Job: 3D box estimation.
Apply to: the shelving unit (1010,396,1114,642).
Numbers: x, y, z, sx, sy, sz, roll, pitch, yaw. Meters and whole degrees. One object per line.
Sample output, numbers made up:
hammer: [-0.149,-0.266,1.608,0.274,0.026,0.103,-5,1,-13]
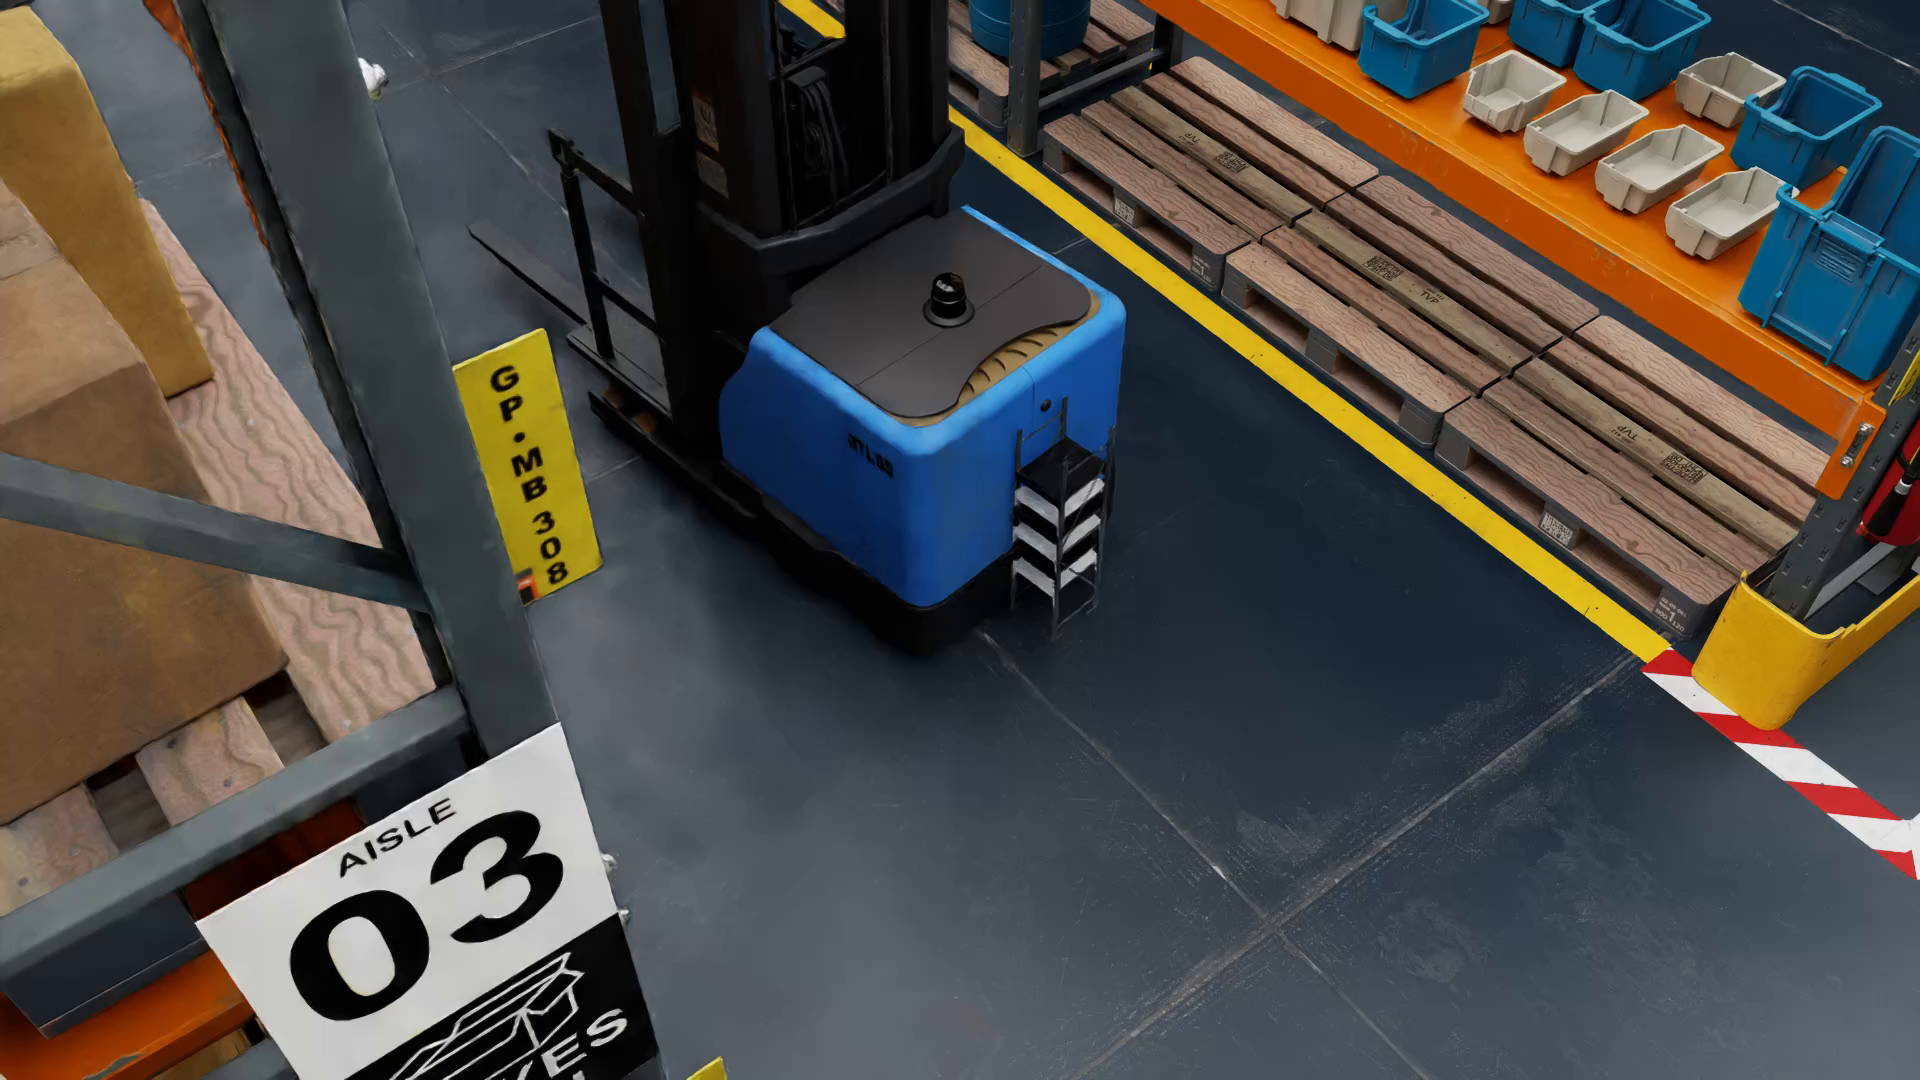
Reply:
shelving unit: [0.340,-0.055,5.693,0.258,0.900,0.210,-36,57,-28]

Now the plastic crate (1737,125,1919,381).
plastic crate: [2.728,-0.856,4.937,0.616,0.435,0.499,-29,54,-24]

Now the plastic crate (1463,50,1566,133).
plastic crate: [1.895,-1.538,5.757,0.298,0.136,0.250,-29,54,-24]

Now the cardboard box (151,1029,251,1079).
cardboard box: [-1.367,1.041,2.676,0.500,0.500,0.500,-29,54,-24]

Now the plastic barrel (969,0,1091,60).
plastic barrel: [0.341,-2.833,7.927,0.600,0.901,0.708,-29,54,-24]

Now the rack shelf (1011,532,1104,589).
rack shelf: [0.340,0.028,5.784,0.258,0.077,0.200,-36,57,-28]

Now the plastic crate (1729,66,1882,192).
plastic crate: [2.793,-1.355,5.526,0.416,0.233,0.300,-29,54,-24]

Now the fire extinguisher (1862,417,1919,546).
fire extinguisher: [2.809,-0.266,4.770,0.296,0.674,0.183,-29,54,-24]

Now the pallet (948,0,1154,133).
pallet: [0.223,-2.605,8.470,1.003,0.211,1.213,-29,54,-24]

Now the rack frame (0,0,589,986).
rack frame: [-0.863,-0.503,0.632,1.000,3.000,0.127,-29,54,-24]

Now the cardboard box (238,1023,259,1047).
cardboard box: [-1.674,0.996,3.223,0.500,0.250,0.500,-30,55,-25]

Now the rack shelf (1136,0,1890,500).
rack shelf: [1.868,-1.648,6.205,1.077,0.370,4.000,-29,54,-24]

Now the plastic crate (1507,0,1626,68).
plastic crate: [2.213,-1.920,6.039,0.416,0.233,0.300,-29,54,-24]

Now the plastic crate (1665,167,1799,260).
plastic crate: [2.441,-1.041,5.307,0.396,0.136,0.243,-29,54,-24]

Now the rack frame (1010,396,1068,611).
rack frame: [0.268,-0.108,5.741,0.240,0.900,0.006,-36,57,-28]

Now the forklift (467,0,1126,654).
forklift: [-0.825,-1.575,5.699,1.130,2.935,3.031,-36,57,-28]

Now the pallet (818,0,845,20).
pallet: [-0.520,-3.325,9.122,1.003,0.211,1.213,-29,54,-24]

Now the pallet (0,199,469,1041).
pallet: [-1.320,0.101,2.169,1.003,0.211,1.213,-29,54,-24]

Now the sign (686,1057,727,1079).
sign: [-0.418,0.949,2.727,0.100,0.325,0.005,-29,54,-24]

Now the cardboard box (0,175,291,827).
cardboard box: [-1.220,0.014,1.770,0.700,0.500,0.500,-33,56,-26]

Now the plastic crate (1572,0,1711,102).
plastic crate: [2.394,-1.743,5.878,0.416,0.233,0.300,-29,54,-24]

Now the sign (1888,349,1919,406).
sign: [2.651,-0.508,4.576,0.100,0.325,0.005,-29,54,-24]

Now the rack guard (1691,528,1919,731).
rack guard: [3.104,0.138,5.787,1.175,0.500,0.348,-29,54,-24]

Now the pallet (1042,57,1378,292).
pallet: [1.133,-1.716,7.663,1.003,0.211,1.213,-29,54,-24]

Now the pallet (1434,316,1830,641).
pallet: [2.611,-0.277,6.359,1.003,0.211,1.213,-29,54,-24]

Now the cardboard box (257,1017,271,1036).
cardboard box: [-1.241,0.512,3.156,0.500,0.500,0.500,-31,55,-25]

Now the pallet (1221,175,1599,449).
pallet: [1.876,-0.996,7.010,1.003,0.211,1.213,-29,54,-24]

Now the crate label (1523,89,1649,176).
crate label: [2.089,-1.372,5.606,0.396,0.136,0.243,-29,54,-24]

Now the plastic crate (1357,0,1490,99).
plastic crate: [1.631,-1.770,5.902,0.416,0.233,0.300,-29,54,-24]

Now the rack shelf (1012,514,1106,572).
rack shelf: [0.340,-0.033,5.717,0.258,0.077,0.200,-36,57,-28]

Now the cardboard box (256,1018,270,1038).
cardboard box: [-1.259,0.755,3.442,0.500,0.250,0.500,-30,54,-24]

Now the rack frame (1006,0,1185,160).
rack frame: [0.657,-3.068,7.007,1.000,3.000,0.127,-29,54,-24]

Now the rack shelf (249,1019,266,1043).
rack shelf: [-2.074,0.574,4.190,1.077,0.370,4.000,-29,54,-24]

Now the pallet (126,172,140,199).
pallet: [-2.063,-0.618,2.821,1.003,0.211,1.213,-29,54,-24]

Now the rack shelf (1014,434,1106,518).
rack shelf: [0.340,-0.214,5.517,0.258,0.077,0.200,-36,57,-28]

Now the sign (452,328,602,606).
sign: [-0.418,-0.061,1.613,0.100,0.325,0.005,-29,54,-24]

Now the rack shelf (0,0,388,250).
rack shelf: [-2.074,-1.306,2.116,1.077,0.370,4.000,-29,54,-24]

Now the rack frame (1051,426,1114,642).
rack frame: [0.412,-0.002,5.644,0.240,0.900,0.006,-36,57,-28]

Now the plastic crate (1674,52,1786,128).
plastic crate: [2.652,-1.561,5.778,0.250,0.136,0.298,-29,54,-24]

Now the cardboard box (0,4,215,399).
cardboard box: [-1.465,-0.372,2.120,0.700,0.500,0.500,-31,55,-25]

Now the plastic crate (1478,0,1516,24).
plastic crate: [1.951,-2.108,6.274,0.293,0.136,0.466,-29,54,-24]

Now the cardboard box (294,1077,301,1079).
cardboard box: [-0.939,1.058,3.166,0.500,0.250,0.500,-31,55,-25]

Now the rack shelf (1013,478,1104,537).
rack shelf: [0.340,-0.154,5.584,0.258,0.077,0.200,-36,57,-28]

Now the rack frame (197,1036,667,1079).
rack frame: [-0.863,1.512,2.855,1.000,3.000,0.127,-29,54,-24]

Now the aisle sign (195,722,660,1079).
aisle sign: [-0.581,0.547,1.975,0.394,0.787,0.004,-29,54,-24]

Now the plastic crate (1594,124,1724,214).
plastic crate: [2.277,-1.218,5.467,0.396,0.136,0.243,-29,54,-24]

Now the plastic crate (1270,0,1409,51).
plastic crate: [1.435,-2.066,6.138,0.437,0.282,0.530,-29,54,-24]

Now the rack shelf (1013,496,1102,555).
rack shelf: [0.340,-0.093,5.651,0.258,0.077,0.200,-36,57,-28]

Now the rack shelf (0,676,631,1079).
rack shelf: [-2.074,-0.433,3.079,1.077,0.370,4.000,-29,54,-24]

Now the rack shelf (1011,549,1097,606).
rack shelf: [0.340,0.088,5.851,0.258,0.077,0.200,-36,57,-28]

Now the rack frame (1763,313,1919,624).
rack frame: [3.079,-0.710,4.869,1.000,3.000,0.127,-29,54,-24]
